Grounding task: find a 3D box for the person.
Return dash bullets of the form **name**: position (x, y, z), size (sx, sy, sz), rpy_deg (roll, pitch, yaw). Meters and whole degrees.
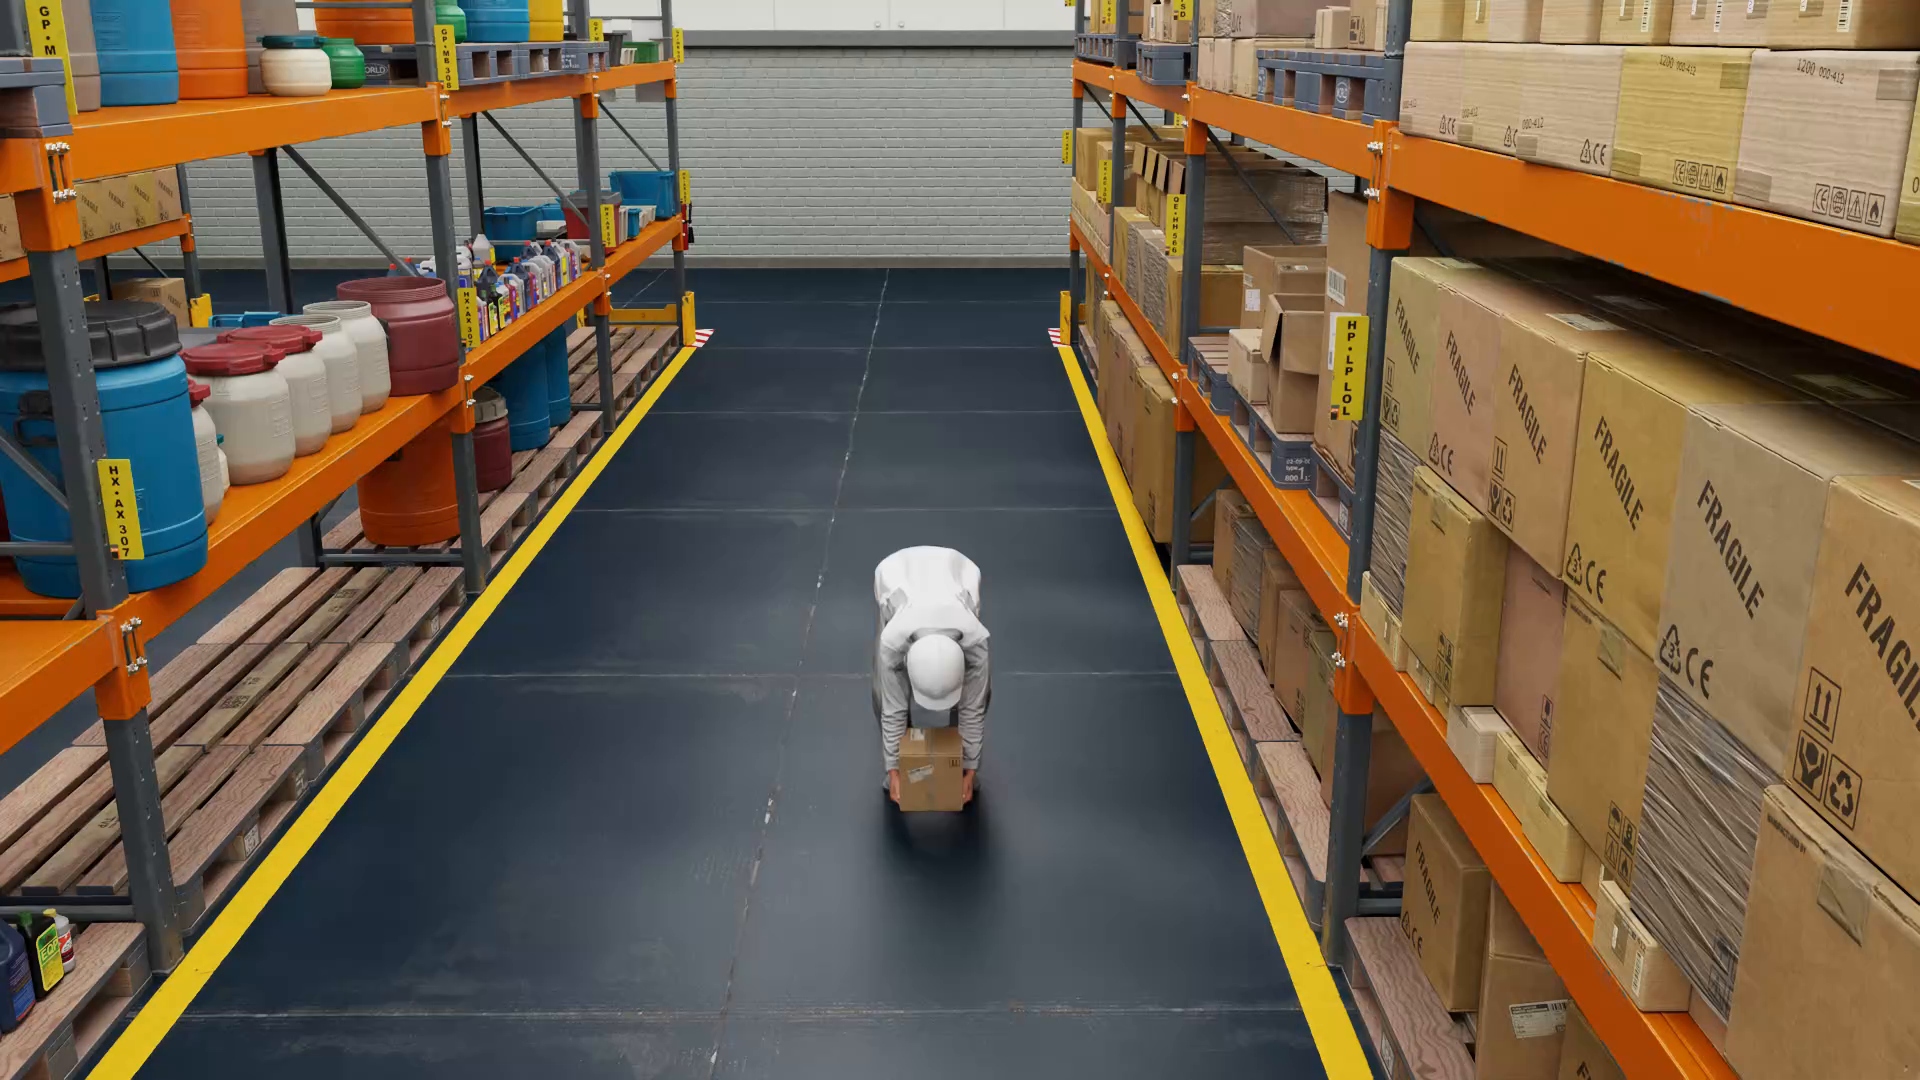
- **person**: position (-0.112, 0.600, 6.786), size (0.497, 1.041, 1.005), rpy_deg (-1, 17, -3)
